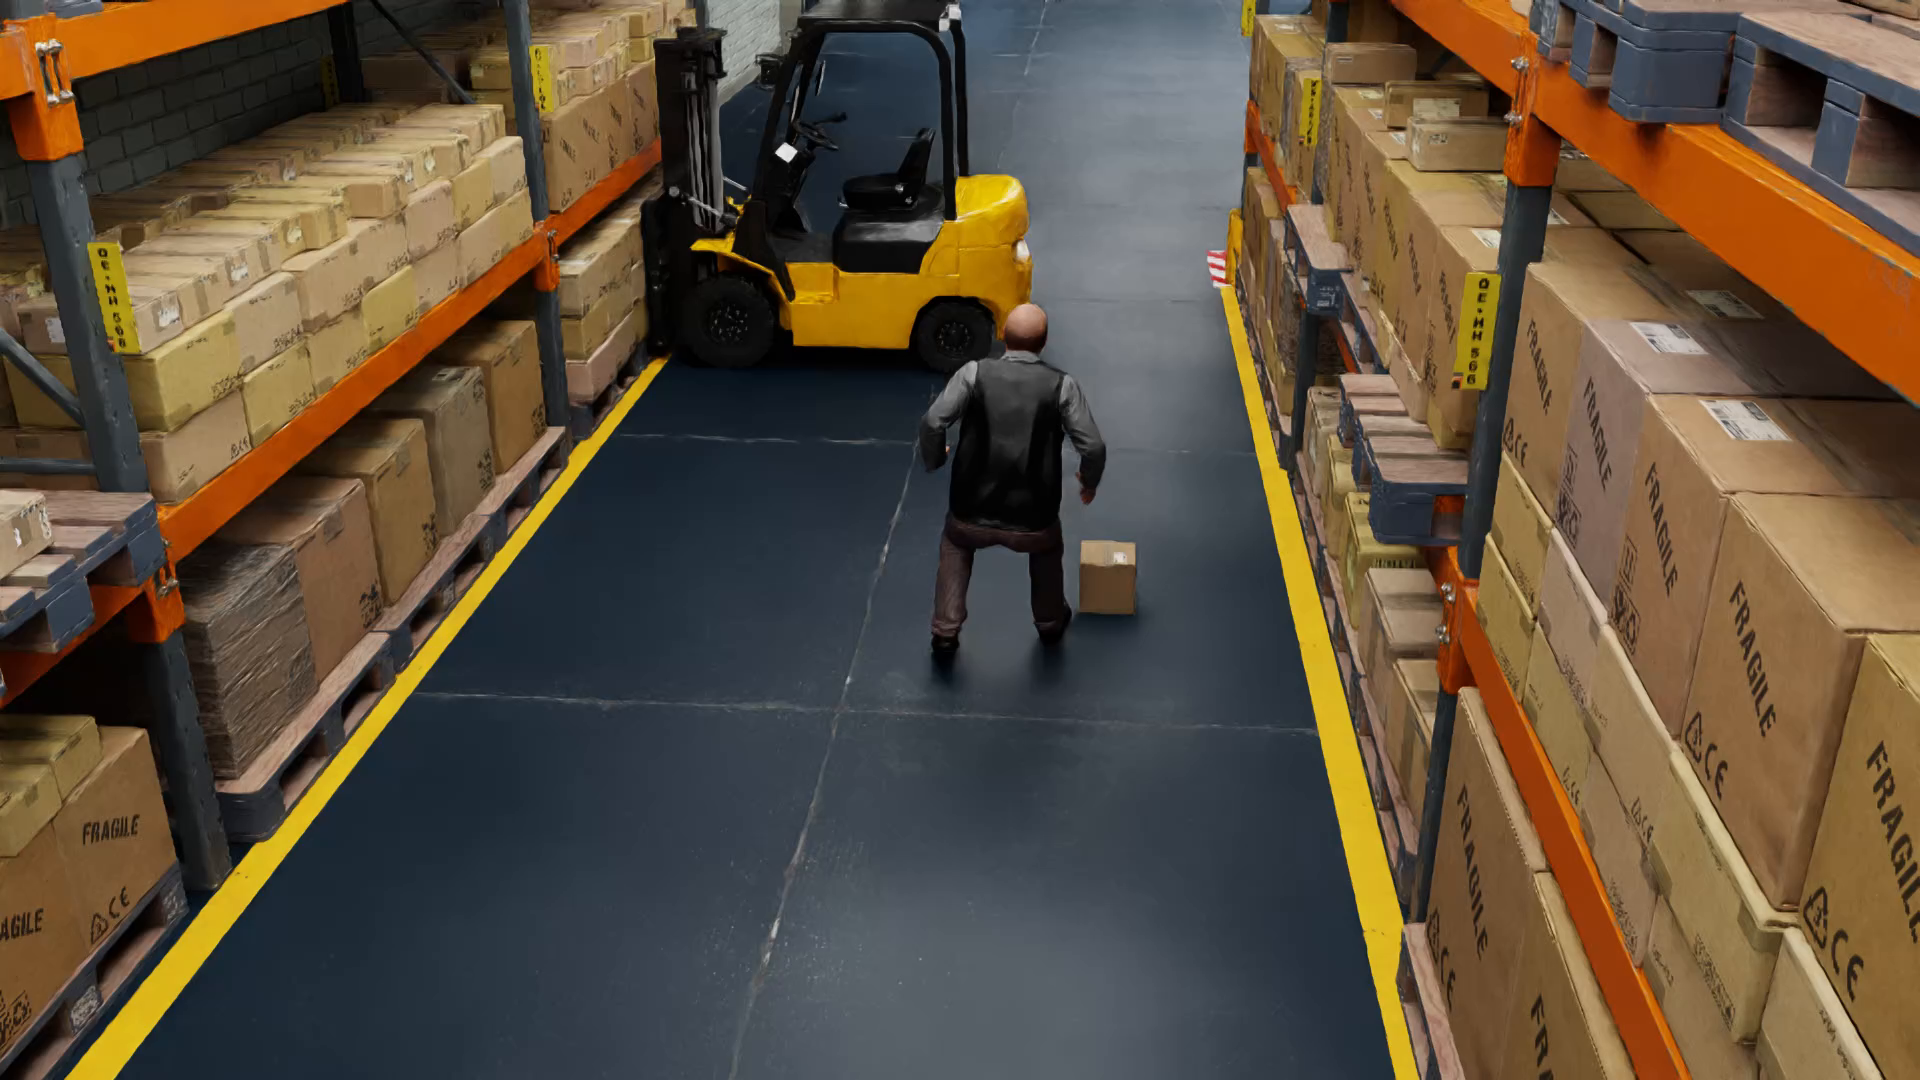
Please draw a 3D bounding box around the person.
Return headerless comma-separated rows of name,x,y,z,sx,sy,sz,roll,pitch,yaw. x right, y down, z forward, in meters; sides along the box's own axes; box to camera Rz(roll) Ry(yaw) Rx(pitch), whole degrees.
person,0.226,-0.221,6.828,0.737,1.546,0.795,2,24,5
